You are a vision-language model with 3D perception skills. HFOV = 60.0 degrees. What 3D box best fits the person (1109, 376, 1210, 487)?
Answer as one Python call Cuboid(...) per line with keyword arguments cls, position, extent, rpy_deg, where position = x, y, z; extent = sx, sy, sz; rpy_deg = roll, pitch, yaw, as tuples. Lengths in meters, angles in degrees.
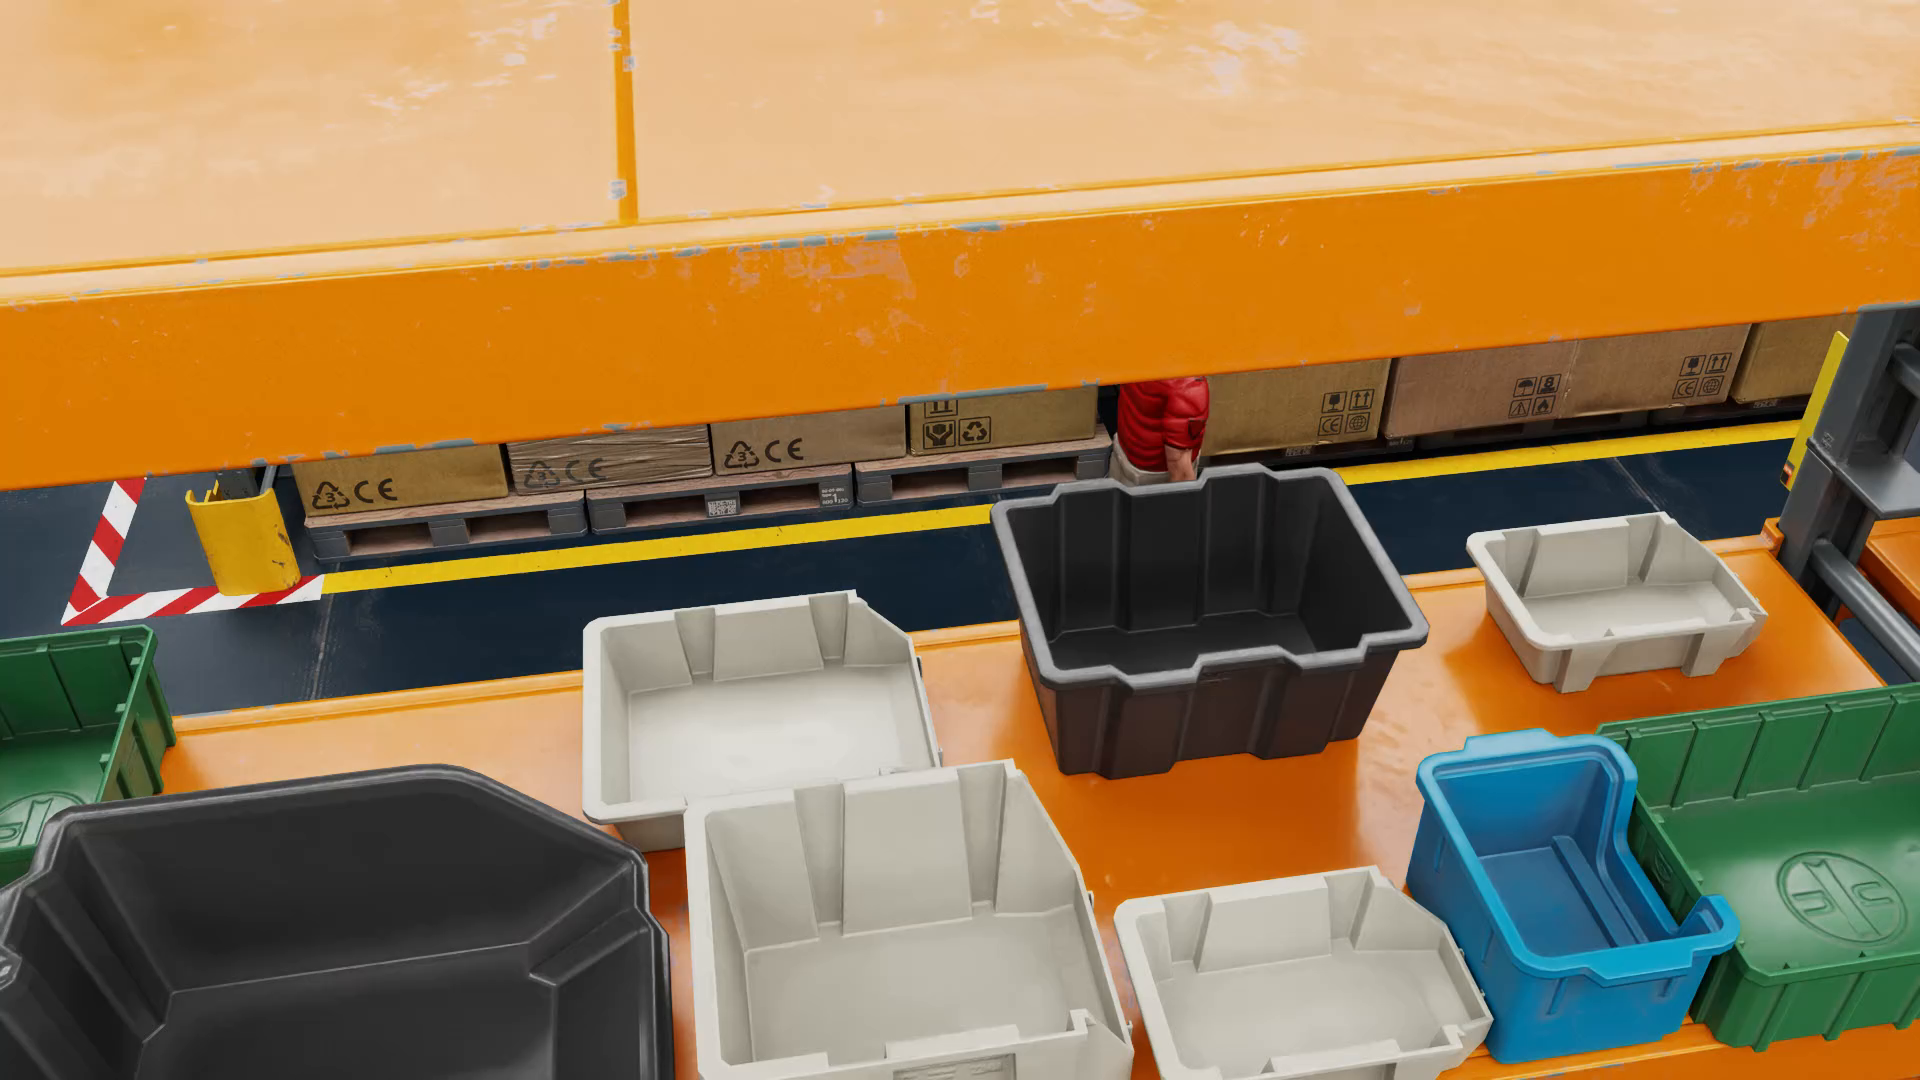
Cuboid(cls="person", position=(0.794, -0.230, 6.454), extent=(0.389, 1.727, 0.603), rpy_deg=(-8, 39, -10))
